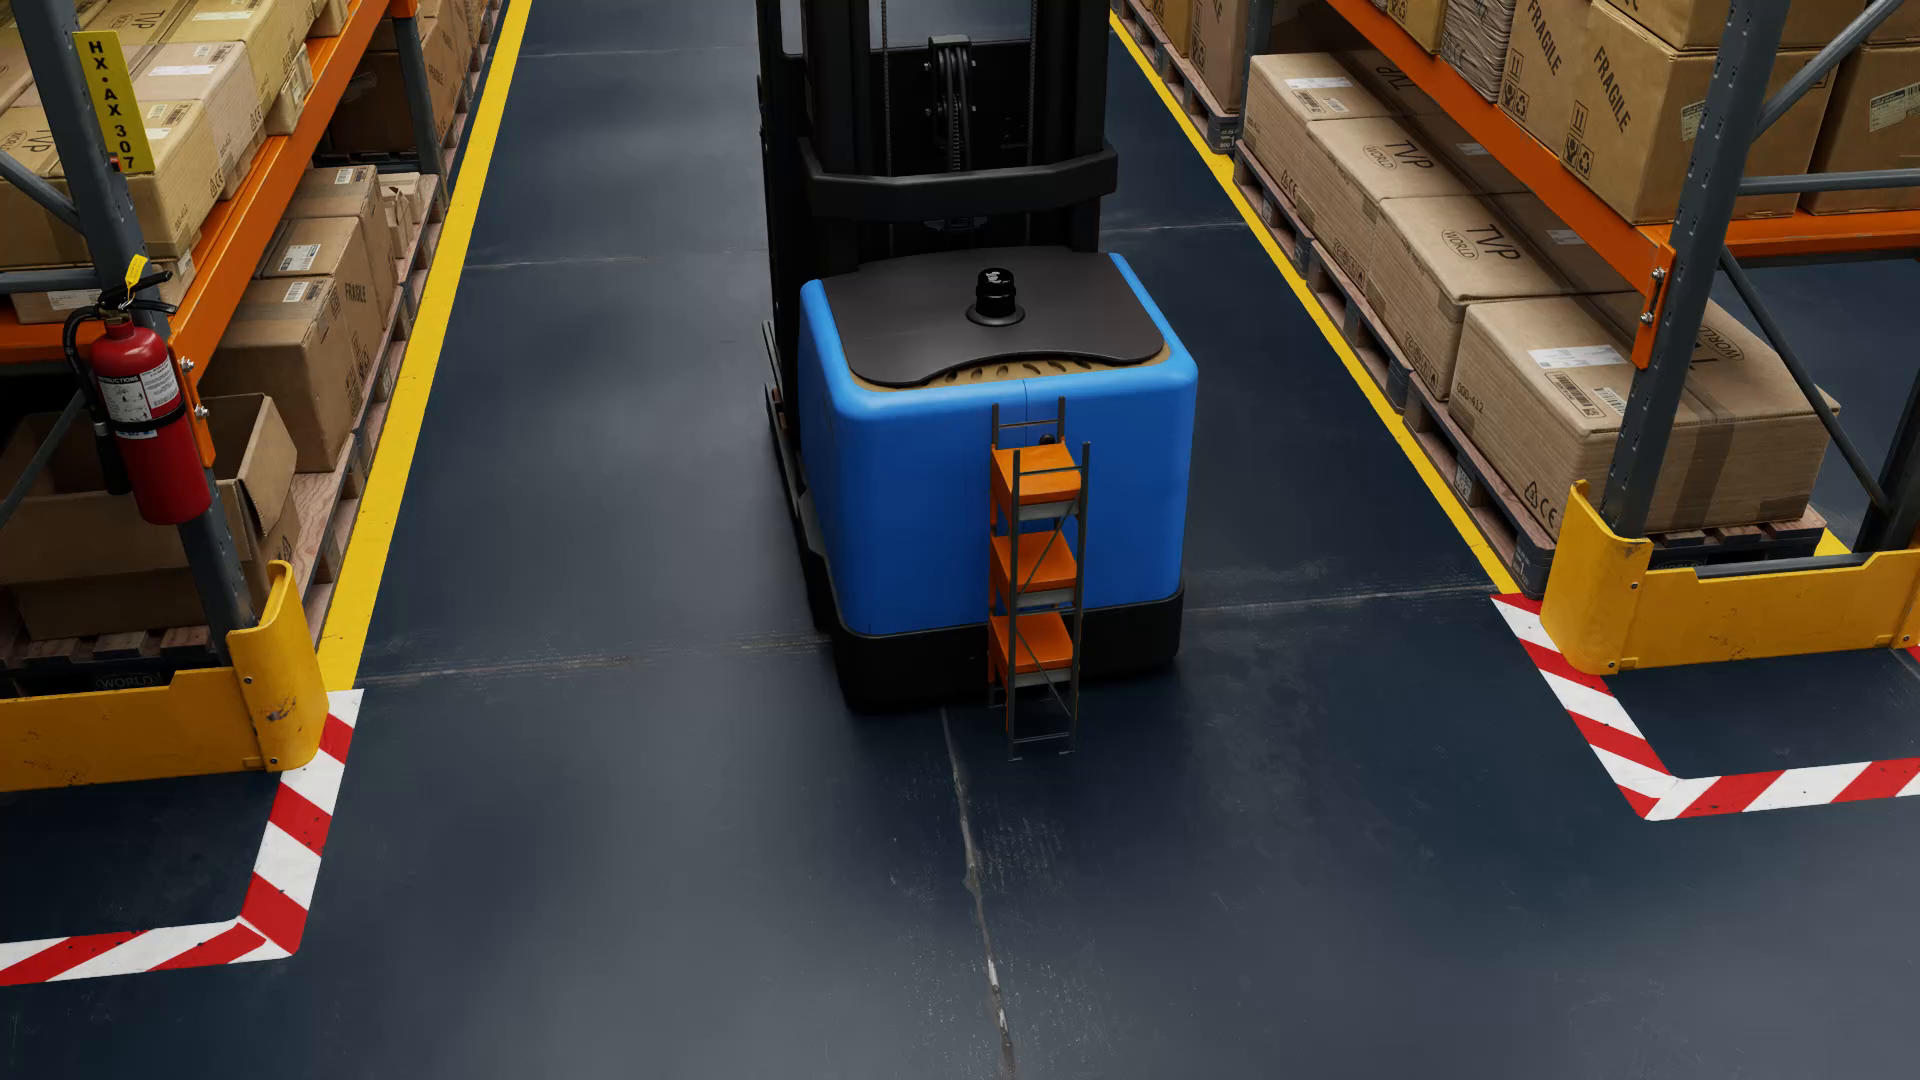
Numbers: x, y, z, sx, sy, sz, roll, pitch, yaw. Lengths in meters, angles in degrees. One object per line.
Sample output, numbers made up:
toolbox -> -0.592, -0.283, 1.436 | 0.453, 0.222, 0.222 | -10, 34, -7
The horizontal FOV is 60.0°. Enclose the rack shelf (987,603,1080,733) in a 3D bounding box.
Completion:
rack shelf -> 0.209, 0.367, 4.792 | 0.215, 0.259, 0.240 | -7, 35, -10

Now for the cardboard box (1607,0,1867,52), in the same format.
cardboard box -> 2.160, -1.675, 4.568 | 0.500, 0.500, 0.500 | -3, 34, -5

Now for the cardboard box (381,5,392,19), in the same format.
cardboard box -> -2.840, -2.571, 7.866 | 0.380, 0.149, 0.250 | -5, 35, -7

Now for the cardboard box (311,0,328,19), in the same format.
cardboard box -> -2.549, -2.061, 5.980 | 0.500, 0.250, 0.500 | -5, 35, -7

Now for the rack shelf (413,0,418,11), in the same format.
rack shelf -> -3.264, -3.643, 9.070 | 1.077, 0.370, 4.000 | -4, 35, -6

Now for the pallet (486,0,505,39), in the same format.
pallet -> -3.470, -3.484, 10.675 | 1.003, 0.211, 1.213 | -4, 35, -6

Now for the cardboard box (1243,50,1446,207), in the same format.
cardboard box -> 1.901, -1.958, 7.862 | 0.875, 0.438, 0.875 | -5, 35, -7

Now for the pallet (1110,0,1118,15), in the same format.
pallet -> 1.416, -3.836, 11.191 | 1.003, 0.211, 1.213 | -4, 35, -6

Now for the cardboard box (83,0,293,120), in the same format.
cardboard box -> -2.391, -1.490, 5.142 | 0.500, 0.250, 0.500 | -5, 35, -7

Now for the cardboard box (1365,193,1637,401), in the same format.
cardboard box -> 2.142, -0.955, 6.390 | 0.875, 0.438, 0.875 | -3, 34, -5

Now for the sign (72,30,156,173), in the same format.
sign -> -1.919, -0.991, 3.771 | 0.100, 0.325, 0.005 | -4, 35, -6

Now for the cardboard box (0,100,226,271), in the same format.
cardboard box -> -2.251, -0.926, 4.315 | 0.500, 0.250, 0.500 | -4, 34, -6

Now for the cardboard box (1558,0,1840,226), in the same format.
cardboard box -> 2.134, -1.260, 4.847 | 0.500, 0.500, 0.500 | -4, 34, -6

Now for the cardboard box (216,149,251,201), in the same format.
cardboard box -> -2.353, -1.120, 4.953 | 0.380, 0.149, 0.250 | -3, 34, -5

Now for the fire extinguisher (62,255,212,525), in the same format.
fire extinguisher -> -1.979, -0.359, 4.012 | 0.296, 0.674, 0.183 | -4, 35, -6

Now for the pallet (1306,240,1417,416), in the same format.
pallet -> 2.115, -0.937, 6.937 | 1.003, 0.211, 1.213 | -4, 35, -6

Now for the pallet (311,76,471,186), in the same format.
pallet -> -3.142, -2.122, 8.677 | 1.003, 0.211, 1.213 | -4, 35, -6

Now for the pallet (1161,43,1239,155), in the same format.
pallet -> 1.745, -2.474, 9.193 | 1.003, 0.211, 1.213 | -4, 35, -6

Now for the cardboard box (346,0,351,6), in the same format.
cardboard box -> -2.578, -2.126, 6.429 | 0.380, 0.149, 0.250 | -4, 34, -5

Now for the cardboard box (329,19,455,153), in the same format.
cardboard box -> -2.837, -2.251, 8.237 | 0.500, 0.500, 0.500 | -3, 34, -4

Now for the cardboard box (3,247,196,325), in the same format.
cardboard box -> -2.229, -0.692, 4.325 | 0.380, 0.149, 0.250 | -5, 35, -7

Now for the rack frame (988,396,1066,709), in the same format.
rack frame -> 0.184, 0.061, 4.728 | 0.200, 1.050, 0.008 | -7, 35, -10

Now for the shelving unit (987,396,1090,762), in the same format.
shelving unit -> 0.209, 0.128, 4.629 | 0.215, 1.050, 0.252 | -7, 35, -10

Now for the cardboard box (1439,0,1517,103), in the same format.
cardboard box -> 2.002, -1.828, 5.679 | 0.500, 0.500, 0.500 | -3, 34, -5

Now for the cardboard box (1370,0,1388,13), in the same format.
cardboard box -> 1.851, -2.402, 6.523 | 0.500, 0.500, 0.500 | -4, 34, -6

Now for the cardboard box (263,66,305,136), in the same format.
cardboard box -> -2.353, -1.415, 5.385 | 0.380, 0.149, 0.250 | -5, 35, -8

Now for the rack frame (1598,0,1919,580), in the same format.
rack frame -> 2.461, -0.970, 4.509 | 1.000, 3.000, 0.127 | -4, 35, -6

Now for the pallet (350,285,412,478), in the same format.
pallet -> -2.736, -0.606, 6.452 | 1.003, 0.211, 1.213 | -4, 35, -6

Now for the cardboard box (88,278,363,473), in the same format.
cardboard box -> -2.522, -0.561, 5.756 | 0.700, 0.500, 0.500 | -3, 34, -4

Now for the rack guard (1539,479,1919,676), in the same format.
rack guard -> 2.464, 0.077, 5.194 | 1.175, 0.500, 0.348 | -4, 35, -6

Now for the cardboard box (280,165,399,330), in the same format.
cardboard box -> -2.661, -1.140, 6.606 | 0.700, 0.500, 0.500 | -6, 35, -8

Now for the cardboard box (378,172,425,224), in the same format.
cardboard box -> -2.629, -1.531, 7.491 | 0.380, 0.149, 0.250 | -5, 35, -8

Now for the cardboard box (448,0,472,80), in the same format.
cardboard box -> -2.981, -2.827, 9.081 | 0.500, 0.500, 0.500 | -5, 35, -8

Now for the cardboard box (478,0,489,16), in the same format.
cardboard box -> -3.133, -3.405, 9.929 | 0.500, 0.500, 0.500 | -3, 34, -4

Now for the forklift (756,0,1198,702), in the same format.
forklift -> -0.128, -1.556, 5.430 | 1.130, 2.935, 3.031 | -7, 35, -10

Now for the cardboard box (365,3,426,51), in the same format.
cardboard box -> -2.780, -2.453, 7.956 | 0.380, 0.149, 0.250 | -3, 34, -4

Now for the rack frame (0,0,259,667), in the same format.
rack frame -> -2.457, -0.592, 3.955 | 1.000, 3.000, 0.127 | -4, 35, -6

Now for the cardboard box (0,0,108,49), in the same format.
cardboard box -> -2.912, -1.454, 5.089 | 0.500, 0.250, 0.500 | -3, 34, -5

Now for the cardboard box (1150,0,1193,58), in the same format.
cardboard box -> 1.631, -3.341, 9.502 | 0.875, 0.875, 0.875 | -3, 34, -5

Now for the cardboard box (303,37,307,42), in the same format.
cardboard box -> -2.592, -1.833, 5.999 | 0.380, 0.149, 0.250 | -4, 34, -6
